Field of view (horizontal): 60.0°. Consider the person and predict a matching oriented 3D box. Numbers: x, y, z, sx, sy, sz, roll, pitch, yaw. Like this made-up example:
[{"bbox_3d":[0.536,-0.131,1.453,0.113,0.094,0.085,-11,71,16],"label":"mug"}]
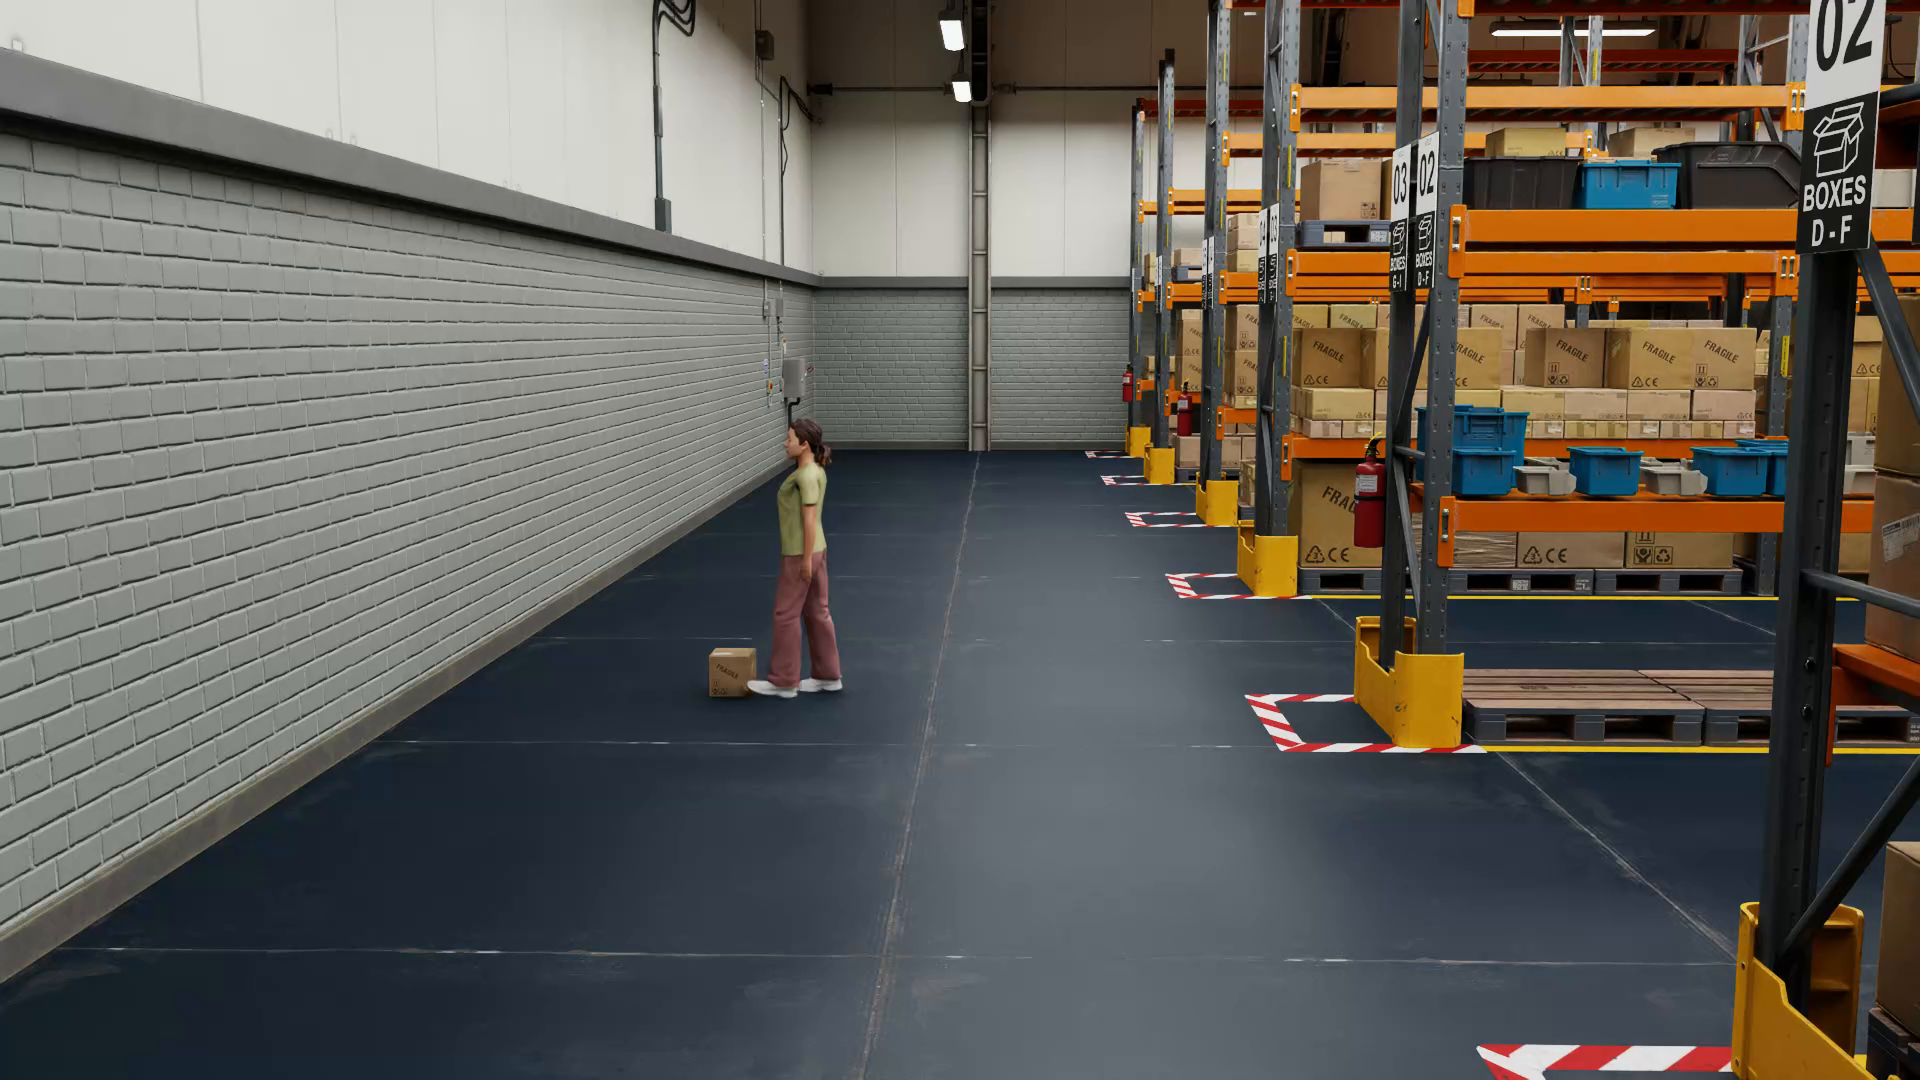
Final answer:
[{"bbox_3d":[-0.996,0.104,10.001,0.554,1.667,0.447,0,7,3],"label":"person"}]
